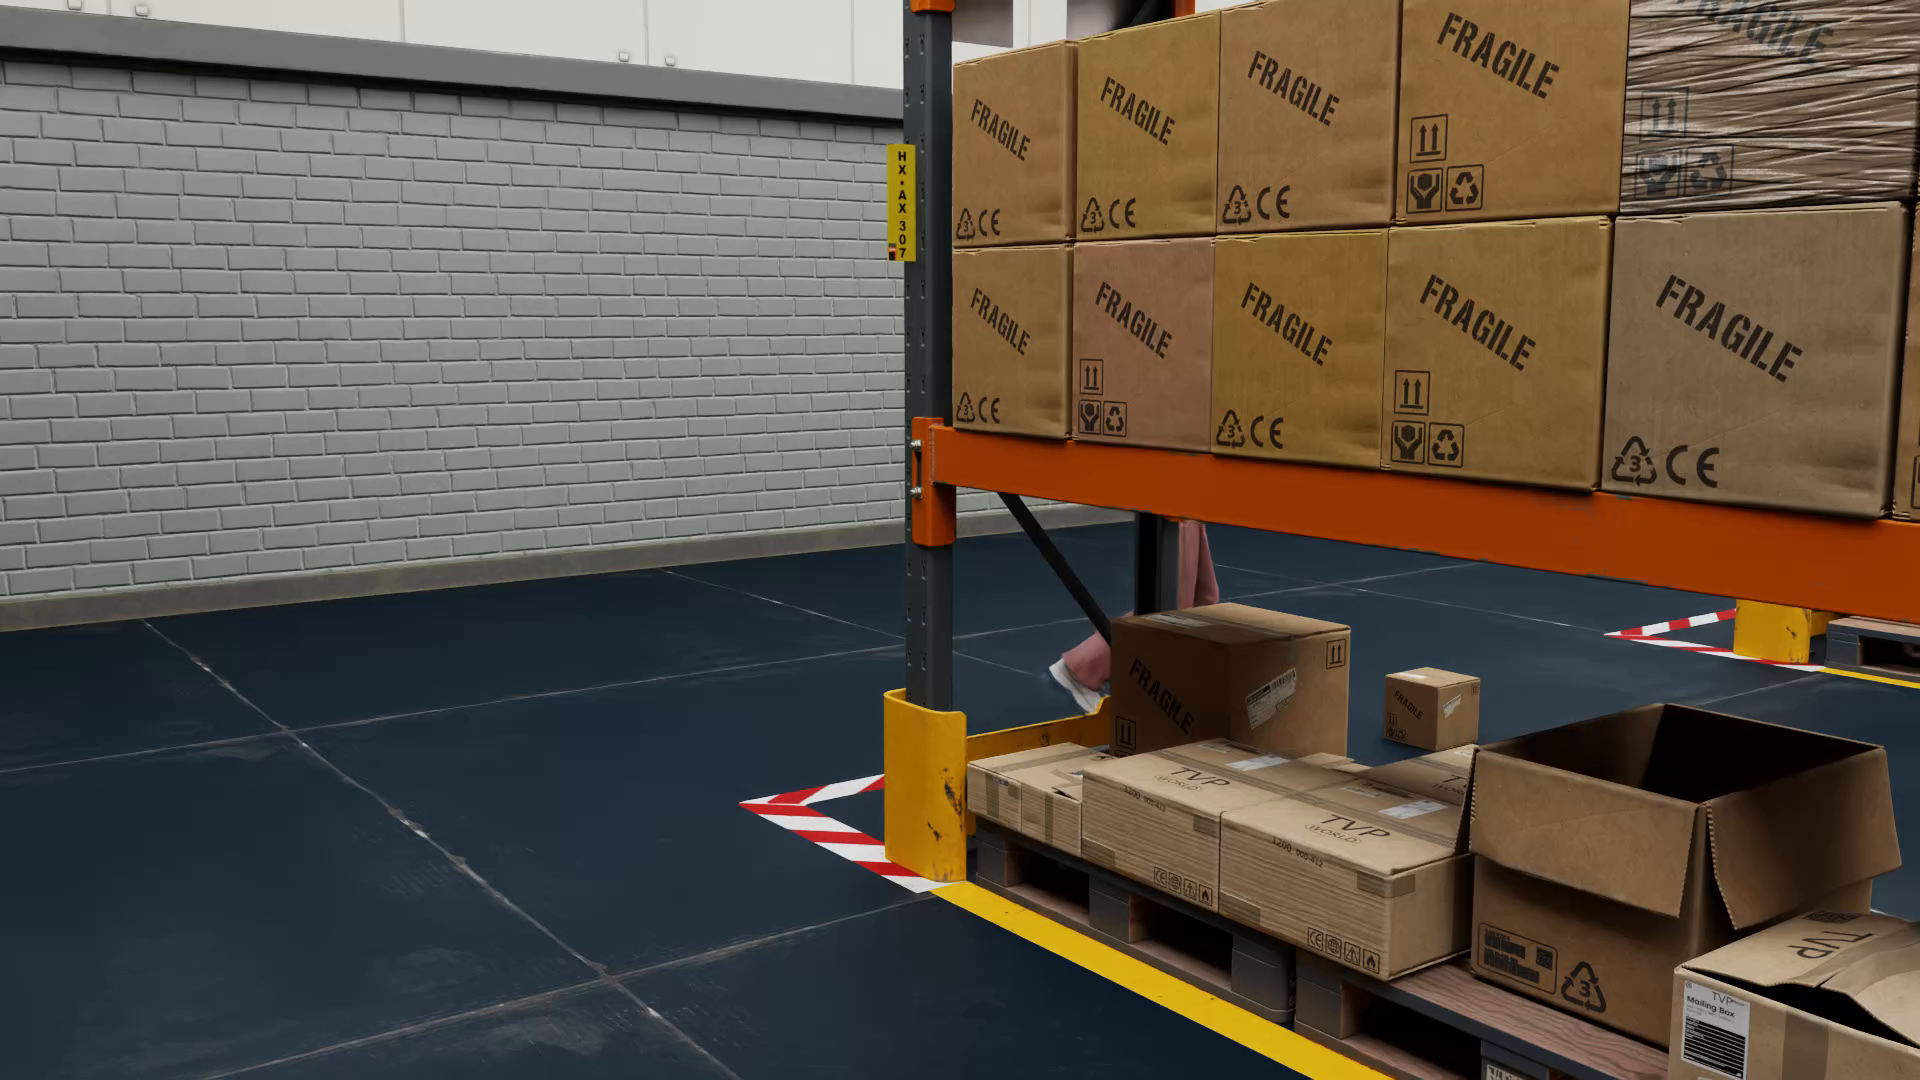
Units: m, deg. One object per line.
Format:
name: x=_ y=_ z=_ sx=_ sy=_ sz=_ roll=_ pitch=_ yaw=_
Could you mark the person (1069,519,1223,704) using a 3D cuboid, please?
person: x=0.795 y=-0.095 z=6.402 sx=0.743 sy=1.664 sz=0.498 roll=1 pitch=8 yaw=4
